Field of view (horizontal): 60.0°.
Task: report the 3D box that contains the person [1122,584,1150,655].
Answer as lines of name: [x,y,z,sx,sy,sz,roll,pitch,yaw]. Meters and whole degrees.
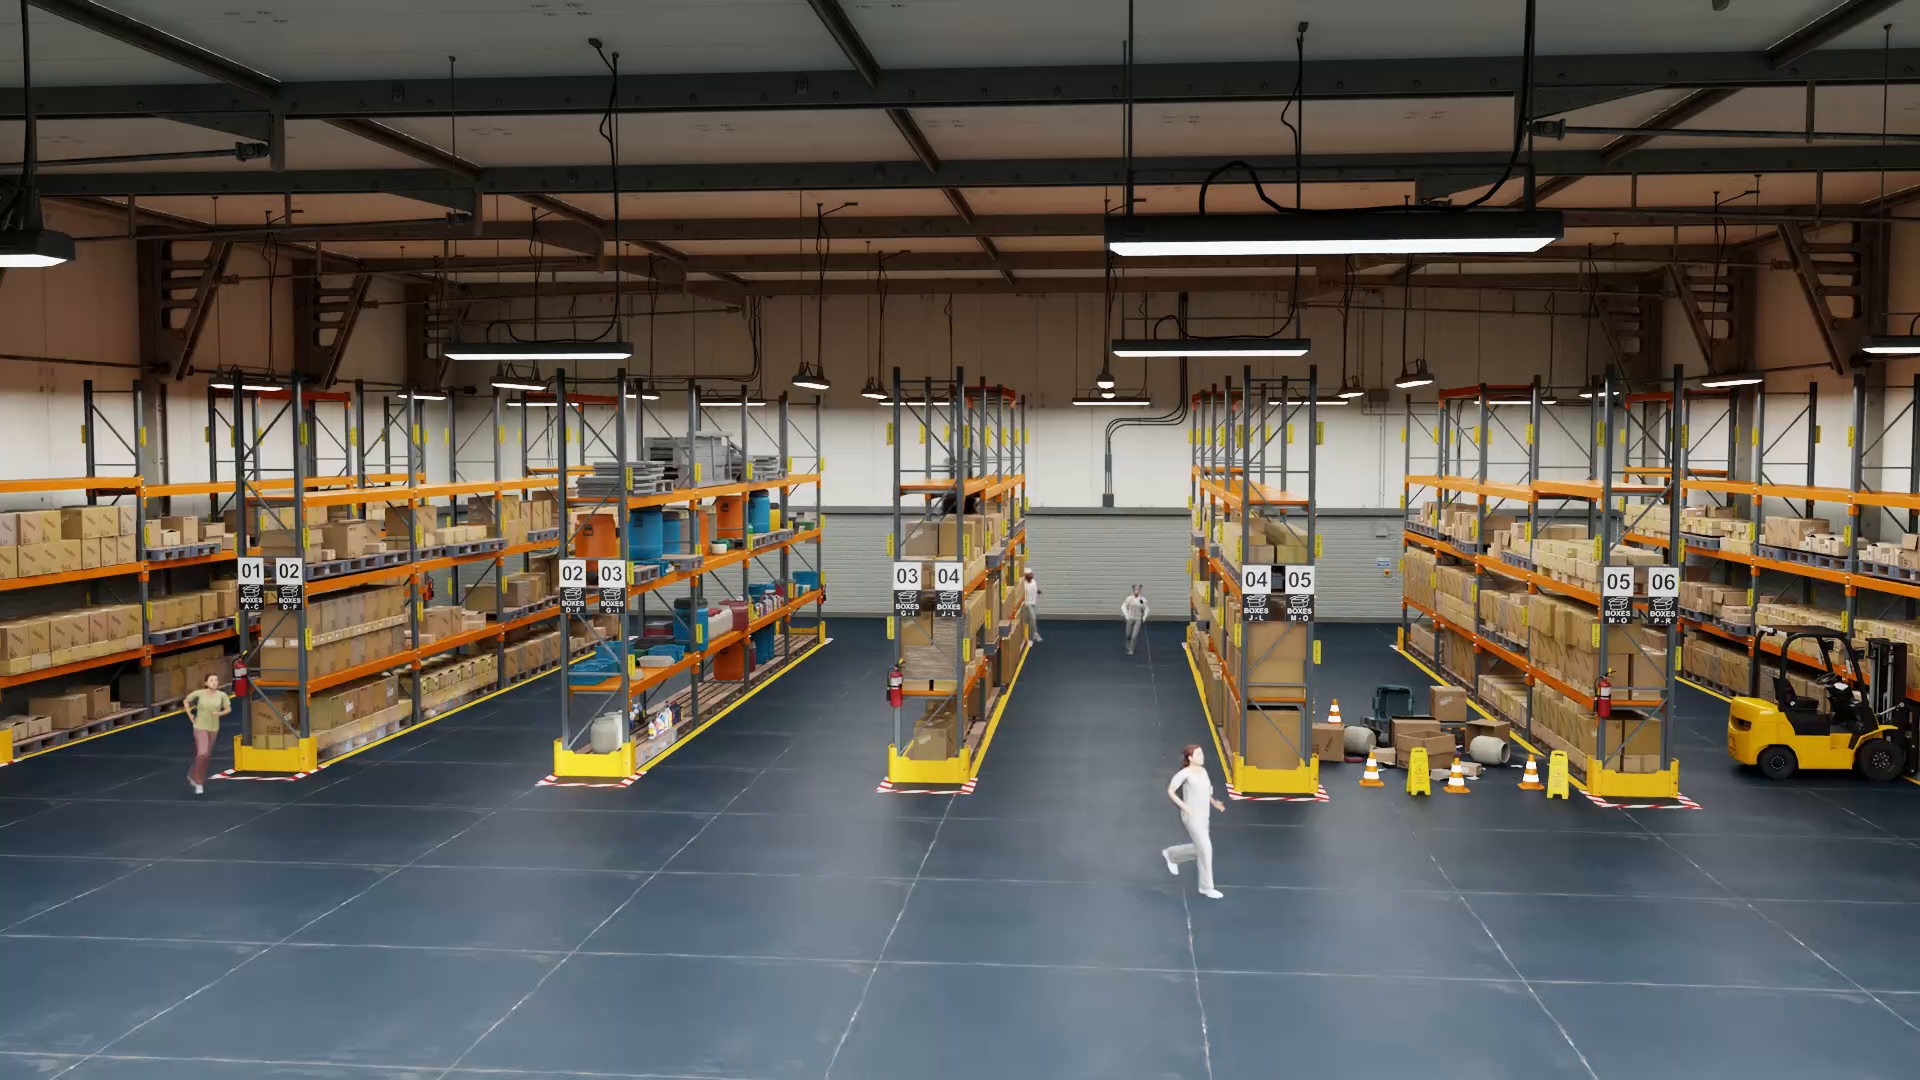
person: [4.019,1.811,38.295,0.598,1.630,0.546,1,4,8]

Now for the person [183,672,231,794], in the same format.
person: [-10.689,2.727,23.636,0.566,1.724,0.659,-3,5,-43]

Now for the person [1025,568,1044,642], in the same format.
person: [1.659,1.582,40.815,0.896,1.789,0.704,3,5,39]

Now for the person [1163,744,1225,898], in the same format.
person: [2.538,3.054,18.265,0.818,1.660,0.566,3,5,43]
